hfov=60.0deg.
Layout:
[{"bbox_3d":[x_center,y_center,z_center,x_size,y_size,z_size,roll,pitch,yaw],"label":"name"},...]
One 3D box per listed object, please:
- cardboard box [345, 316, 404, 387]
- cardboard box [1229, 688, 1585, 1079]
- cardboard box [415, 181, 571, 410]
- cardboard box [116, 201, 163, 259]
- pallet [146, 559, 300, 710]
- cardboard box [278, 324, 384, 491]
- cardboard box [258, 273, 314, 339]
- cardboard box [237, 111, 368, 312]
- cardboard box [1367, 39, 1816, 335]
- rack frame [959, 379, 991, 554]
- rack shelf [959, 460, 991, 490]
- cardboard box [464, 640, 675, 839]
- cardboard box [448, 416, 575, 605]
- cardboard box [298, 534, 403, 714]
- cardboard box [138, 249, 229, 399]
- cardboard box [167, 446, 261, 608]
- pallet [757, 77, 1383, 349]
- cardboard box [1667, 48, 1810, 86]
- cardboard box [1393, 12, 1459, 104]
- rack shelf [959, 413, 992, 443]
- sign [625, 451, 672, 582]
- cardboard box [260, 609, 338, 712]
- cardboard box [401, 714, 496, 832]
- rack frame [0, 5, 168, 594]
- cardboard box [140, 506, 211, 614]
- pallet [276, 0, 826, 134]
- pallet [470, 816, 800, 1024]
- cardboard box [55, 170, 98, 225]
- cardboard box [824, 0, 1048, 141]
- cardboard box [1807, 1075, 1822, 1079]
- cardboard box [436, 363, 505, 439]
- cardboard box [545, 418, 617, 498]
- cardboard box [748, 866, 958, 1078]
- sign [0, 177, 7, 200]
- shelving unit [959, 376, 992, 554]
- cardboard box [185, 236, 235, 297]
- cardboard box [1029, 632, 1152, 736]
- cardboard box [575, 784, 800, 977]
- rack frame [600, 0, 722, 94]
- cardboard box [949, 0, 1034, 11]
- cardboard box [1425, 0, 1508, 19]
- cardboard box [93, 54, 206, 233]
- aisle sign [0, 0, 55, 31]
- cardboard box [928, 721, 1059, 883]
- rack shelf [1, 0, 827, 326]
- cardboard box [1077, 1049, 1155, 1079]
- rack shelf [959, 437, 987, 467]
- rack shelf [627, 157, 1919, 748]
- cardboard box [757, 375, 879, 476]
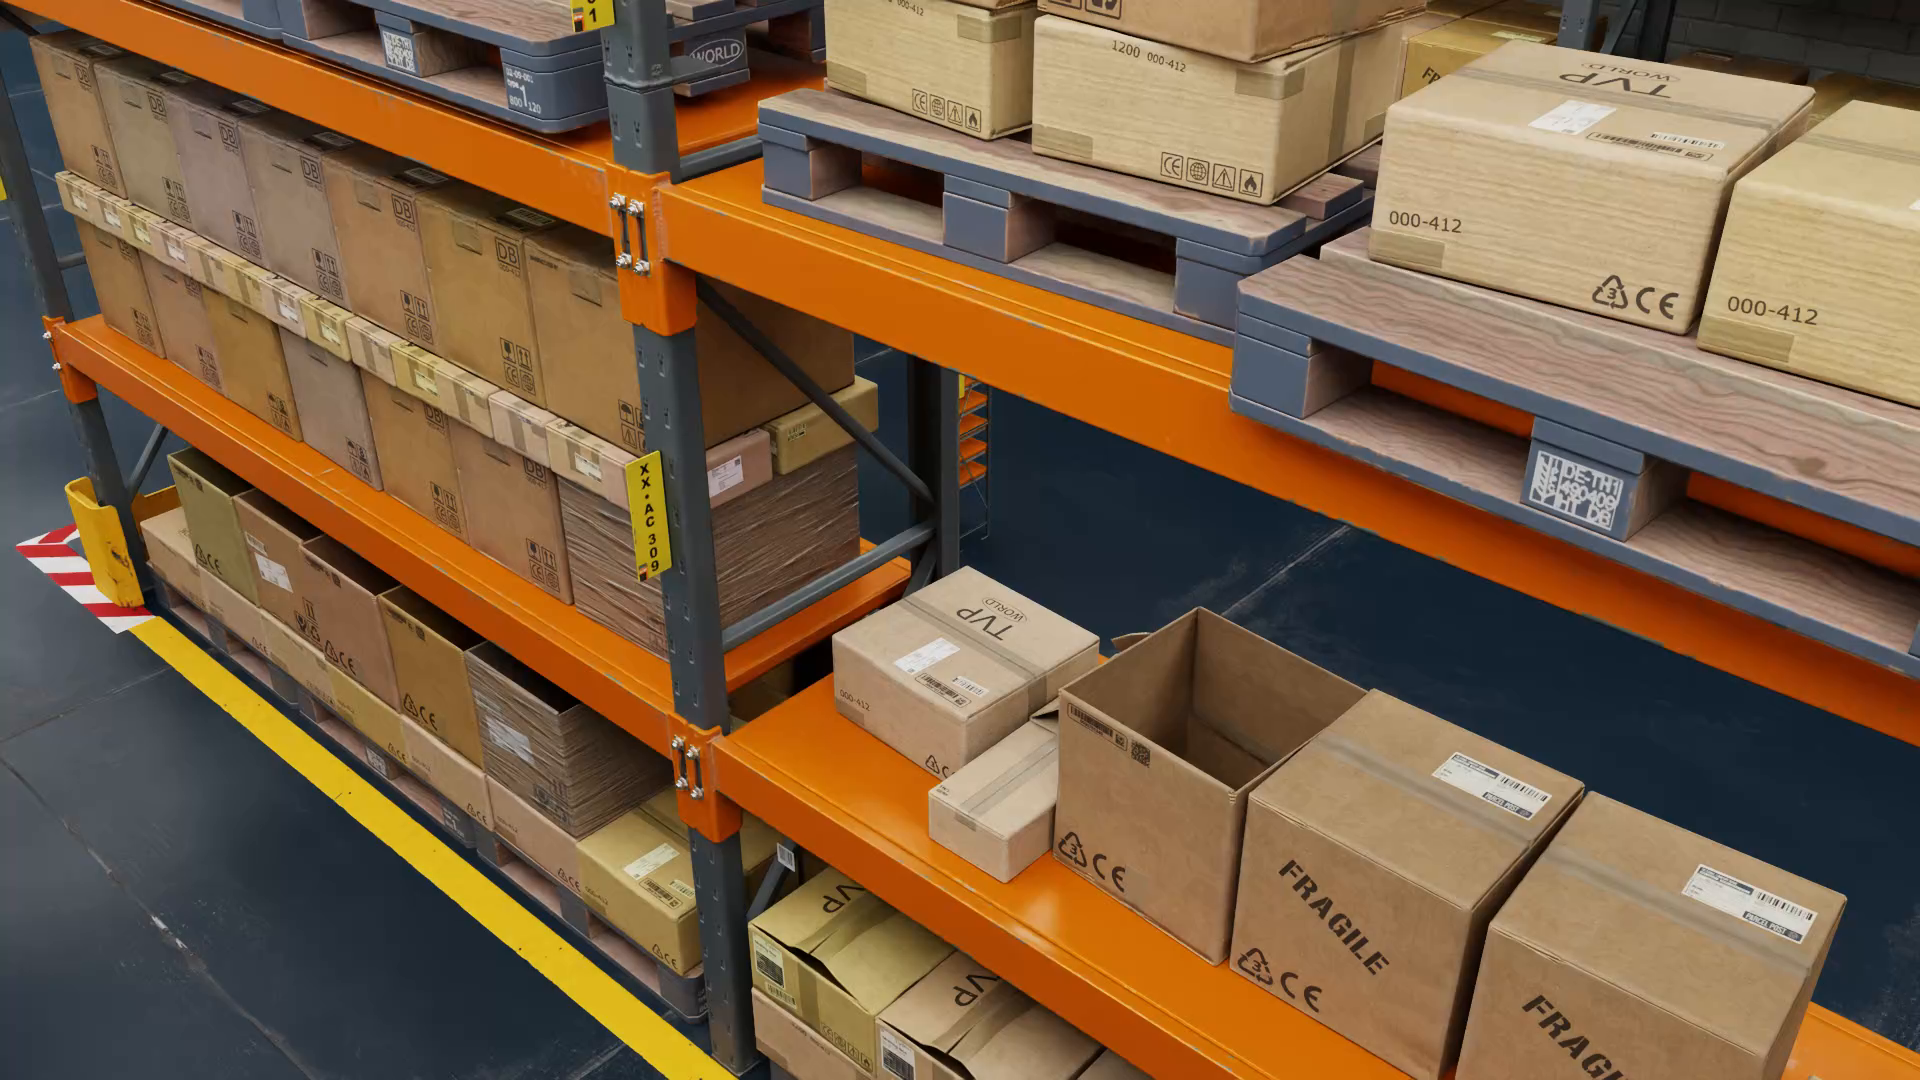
[{"bbox_3d":[-1.665,-0.636,5.172,0.250,0.149,0.380,26,40,36],"label":"cardboard box"},{"bbox_3d":[0.941,0.722,3.545,0.500,0.500,0.500,25,39,35],"label":"cardboard box"},{"bbox_3d":[-1.088,-0.787,4.794,0.500,0.500,0.700,25,39,35],"label":"cardboard box"},{"bbox_3d":[-2.817,-1.173,6.064,0.250,0.149,0.380,25,39,35],"label":"cardboard box"},{"bbox_3d":[-2.750,0.196,7.219,1.213,0.211,1.003,25,39,35],"label":"pallet"},{"bbox_3d":[-1.858,-0.589,5.723,0.500,0.500,0.700,26,40,36],"label":"cardboard box"},{"bbox_3d":[-2.060,-0.817,5.474,0.250,0.149,0.380,25,39,36],"label":"cardboard box"},{"bbox_3d":[-1.829,-1.134,5.370,0.500,0.500,0.700,25,39,35],"label":"cardboard box"},{"bbox_3d":[0.997,-0.578,2.632,0.500,0.250,0.500,21,37,31],"label":"cardboard box"},{"bbox_3d":[0.057,-0.487,7.396,0.006,1.200,0.240,25,39,35],"label":"rack frame"},{"bbox_3d":[-0.011,-0.275,7.596,0.180,0.103,0.258,25,39,35],"label":"rack shelf"},{"bbox_3d":[-1.233,0.560,5.444,0.500,0.500,0.500,25,39,35],"label":"cardboard box"},{"bbox_3d":[-1.108,-0.237,5.138,0.500,0.500,0.700,25,39,35],"label":"cardboard box"},{"bbox_3d":[-1.987,0.220,6.007,0.500,0.500,0.500,25,39,35],"label":"cardboard box"},{"bbox_3d":[-2.615,-0.944,6.312,0.500,0.500,0.700,26,40,36],"label":"cardboard box"},{"bbox_3d":[-2.725,-0.127,6.585,0.500,0.500,0.500,25,39,35],"label":"cardboard box"},{"bbox_3d":[0.283,-0.766,3.391,1.217,0.209,0.805,23,38,33],"label":"pallet"},{"bbox_3d":[3.296,-1.801,7.309,0.500,0.500,0.700,25,39,35],"label":"cardboard box"},{"bbox_3d":[2.010,-2.240,7.961,0.500,0.500,0.500,25,39,35],"label":"cardboard box"},{"bbox_3d":[-0.011,-0.481,7.472,0.180,0.103,0.258,25,39,35],"label":"rack shelf"},{"bbox_3d":[-0.751,-0.055,4.017,0.005,0.325,0.100,25,39,35],"label":"sign"},{"bbox_3d":[-2.353,0.366,6.492,0.500,0.250,0.500,25,39,35],"label":"cardboard box"},{"bbox_3d":[-1.615,0.714,5.914,0.500,0.250,0.500,25,39,35],"label":"cardboard box"},{"bbox_3d":[-3.345,-1.247,6.913,0.127,3.000,1.000,25,39,35],"label":"rack frame"},{"bbox_3d":[-3.097,0.022,7.065,0.500,0.250,0.500,25,39,35],"label":"cardboard box"},{"bbox_3d":[-1.029,-1.395,4.337,1.213,0.211,1.003,25,39,35],"label":"pallet"},{"bbox_3d":[-0.941,1.041,5.817,1.213,0.211,1.003,25,39,35],"label":"pallet"},{"bbox_3d":[-3.199,-1.350,6.358,0.250,0.149,0.380,25,39,35],"label":"cardboard box"},{"bbox_3d":[0.071,-1.047,3.410,0.500,0.250,0.500,-25,39,-35],"label":"cardboard box"},{"bbox_3d":[1.603,1.209,3.076,0.380,0.149,0.250,-26,40,-36],"label":"cardboard box"},{"bbox_3d":[-1.298,-0.462,4.884,0.250,0.149,0.380,25,39,35],"label":"cardboard box"},{"bbox_3d":[-0.907,-0.282,4.584,0.250,0.149,0.380,24,39,34],"label":"cardboard box"},{"bbox_3d":[-0.240,1.133,4.674,0.500,0.311,0.500,25,39,35],"label":"cardboard box"},{"bbox_3d":[-3.722,-1.442,6.321,0.005,0.325,0.100,25,39,35],"label":"sign"},{"bbox_3d":[-0.011,-0.519,7.449,0.189,1.200,0.258,25,39,35],"label":"shelving unit"},{"bbox_3d":[-2.432,-0.993,5.765,0.250,0.149,0.380,24,38,34],"label":"cardboard box"},{"bbox_3d":[0.395,0.429,4.260,0.258,0.266,0.396,24,38,34],"label":"cardboard box"},{"bbox_3d":[-0.870,1.058,5.342,0.500,0.250,0.500,25,39,35],"label":"cardboard box"},{"bbox_3d":[-0.380,-2.433,3.067,0.127,3.000,1.000,25,39,35],"label":"rack frame"},{"bbox_3d":[0.051,-1.356,3.197,0.500,0.500,0.500,26,39,36],"label":"cardboard box"},{"bbox_3d":[2.352,-2.447,8.305,0.500,0.500,0.500,25,39,35],"label":"cardboard box"},{"bbox_3d":[-2.575,-1.481,5.947,0.500,0.500,0.700,24,38,34],"label":"cardboard box"},{"bbox_3d":[-3.600,-2.267,6.086,0.004,0.787,0.394,25,39,35],"label":"aisle sign"},{"bbox_3d":[0.140,0.630,4.039,0.250,0.149,0.380,25,39,35],"label":"cardboard box"},{"bbox_3d":[-1.863,-1.532,5.175,4.000,0.370,1.077,25,39,35],"label":"rack shelf"},{"bbox_3d":[0.512,1.487,4.086,0.500,0.311,0.500,24,38,34],"label":"cardboard box"},{"bbox_3d":[-0.011,-0.378,7.534,0.180,0.103,0.258,25,39,35],"label":"rack shelf"},{"bbox_3d":[1.103,-0.148,2.876,4.000,0.370,1.077,25,39,35],"label":"rack shelf"},{"bbox_3d":[-0.449,-0.351,4.698,0.250,0.149,0.380,25,39,35],"label":"cardboard box"}]
